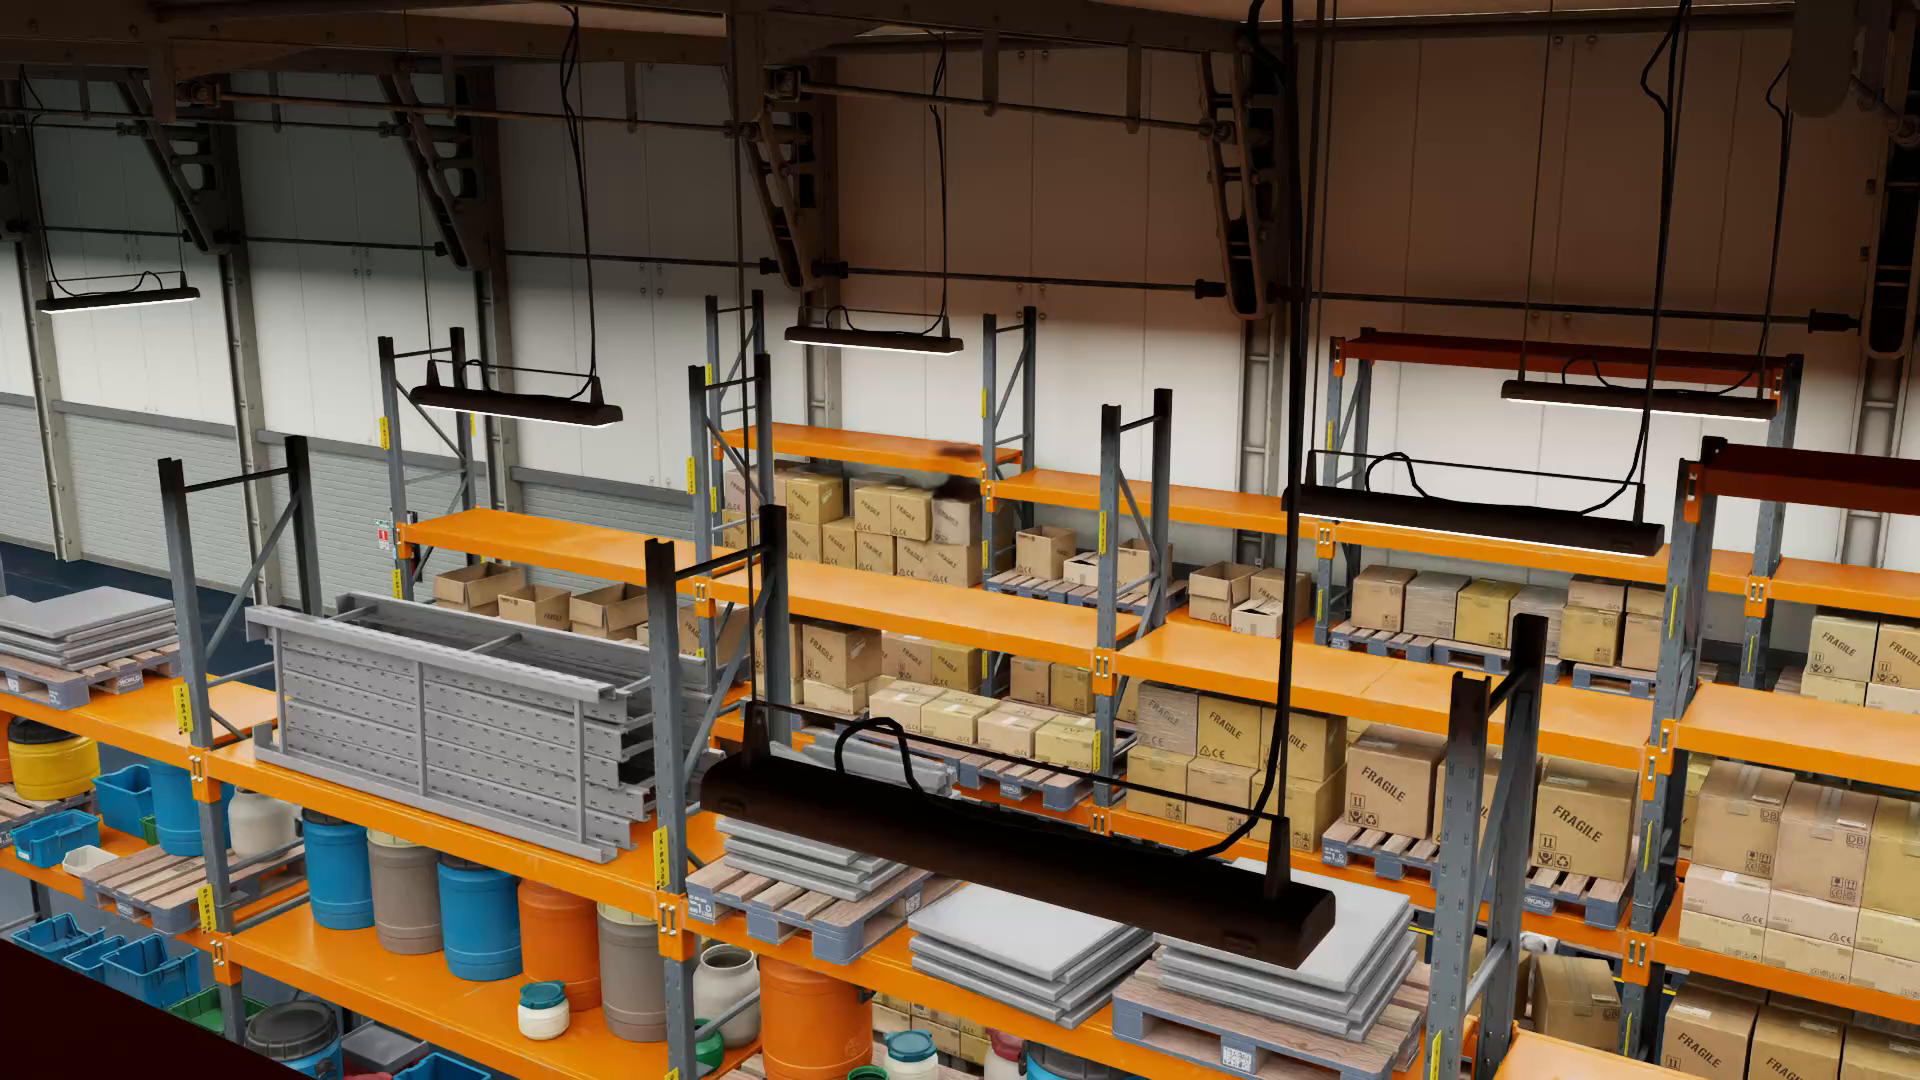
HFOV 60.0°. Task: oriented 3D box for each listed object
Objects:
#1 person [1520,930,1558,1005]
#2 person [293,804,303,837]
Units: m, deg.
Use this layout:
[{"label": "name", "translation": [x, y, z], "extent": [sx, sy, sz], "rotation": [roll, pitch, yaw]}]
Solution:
[{"label": "person", "translation": [4.862, 3.798, 14.283], "extent": [1.043, 1.727, 0.603], "rotation": [9, 16, 31]}, {"label": "person", "translation": [-7.117, 2.963, 18.020], "extent": [0.379, 1.548, 0.961], "rotation": [3, 14, 12]}]
